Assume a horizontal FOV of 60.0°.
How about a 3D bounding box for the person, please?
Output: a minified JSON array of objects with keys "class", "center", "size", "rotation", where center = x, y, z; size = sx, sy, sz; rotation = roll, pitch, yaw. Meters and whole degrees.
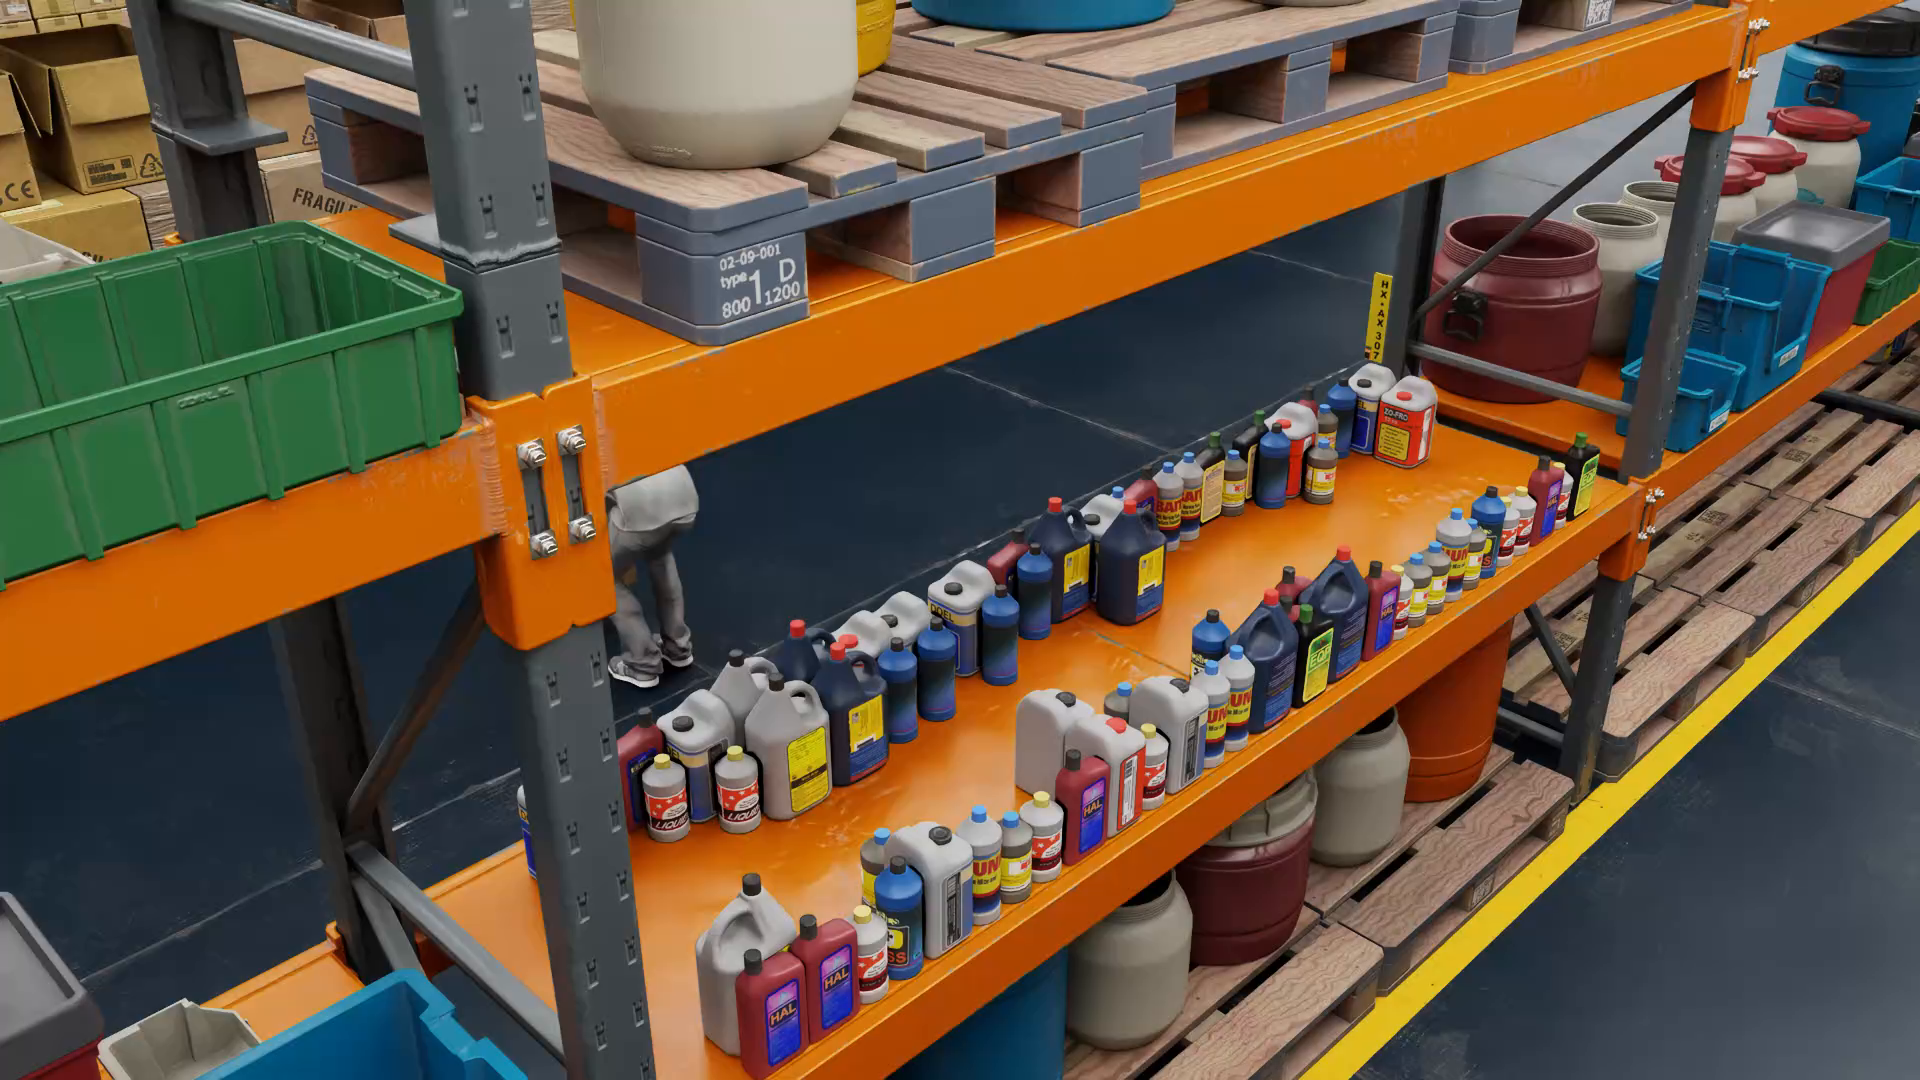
[{"class":"person","center":[-1.387,0.034,6.713],"size":[0.871,0.990,0.396],"rotation":[23,36,36]}]
